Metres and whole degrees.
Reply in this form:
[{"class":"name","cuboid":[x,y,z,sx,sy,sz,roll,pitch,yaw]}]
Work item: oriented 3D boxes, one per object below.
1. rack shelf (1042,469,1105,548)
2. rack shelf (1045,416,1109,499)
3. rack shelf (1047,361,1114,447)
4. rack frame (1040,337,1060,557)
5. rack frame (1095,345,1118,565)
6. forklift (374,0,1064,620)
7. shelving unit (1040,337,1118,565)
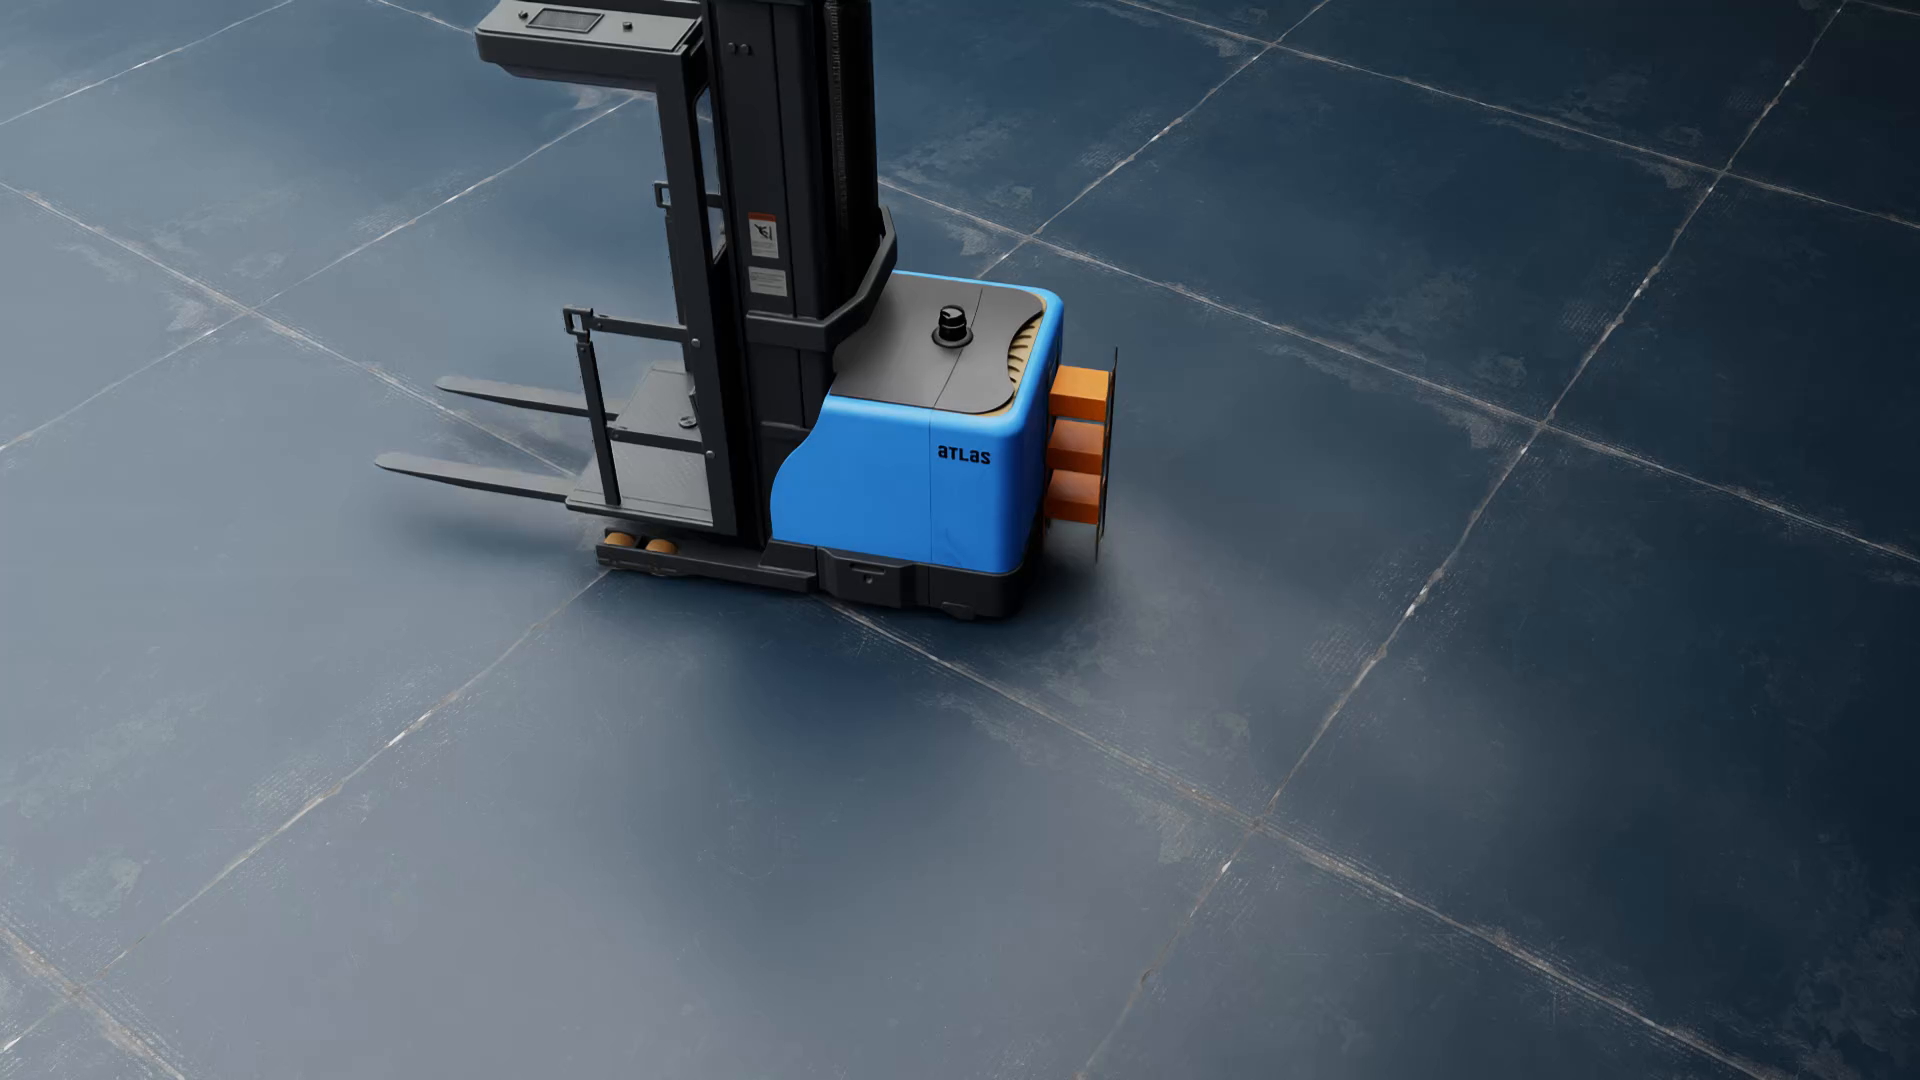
[{"class":"rack shelf","cuboid":[0.504,-0.147,7.308,0.240,0.259,0.215,9,43,10]},{"class":"rack shelf","cuboid":[0.504,-0.355,7.123,0.240,0.259,0.215,9,43,10]},{"class":"rack shelf","cuboid":[0.504,-0.566,6.934,0.240,0.259,0.215,9,43,10]},{"class":"rack frame","cuboid":[0.385,-0.381,7.136,0.008,1.050,0.200,9,43,10]},{"class":"rack frame","cuboid":[0.623,-0.344,7.096,0.008,1.050,0.200,9,43,10]},{"class":"forklift","cuboid":[-1.118,-1.265,6.714,3.031,2.935,1.130,9,43,10]},{"class":"shelving unit","cuboid":[0.504,-0.362,7.116,0.252,1.050,0.215,9,43,10]}]
